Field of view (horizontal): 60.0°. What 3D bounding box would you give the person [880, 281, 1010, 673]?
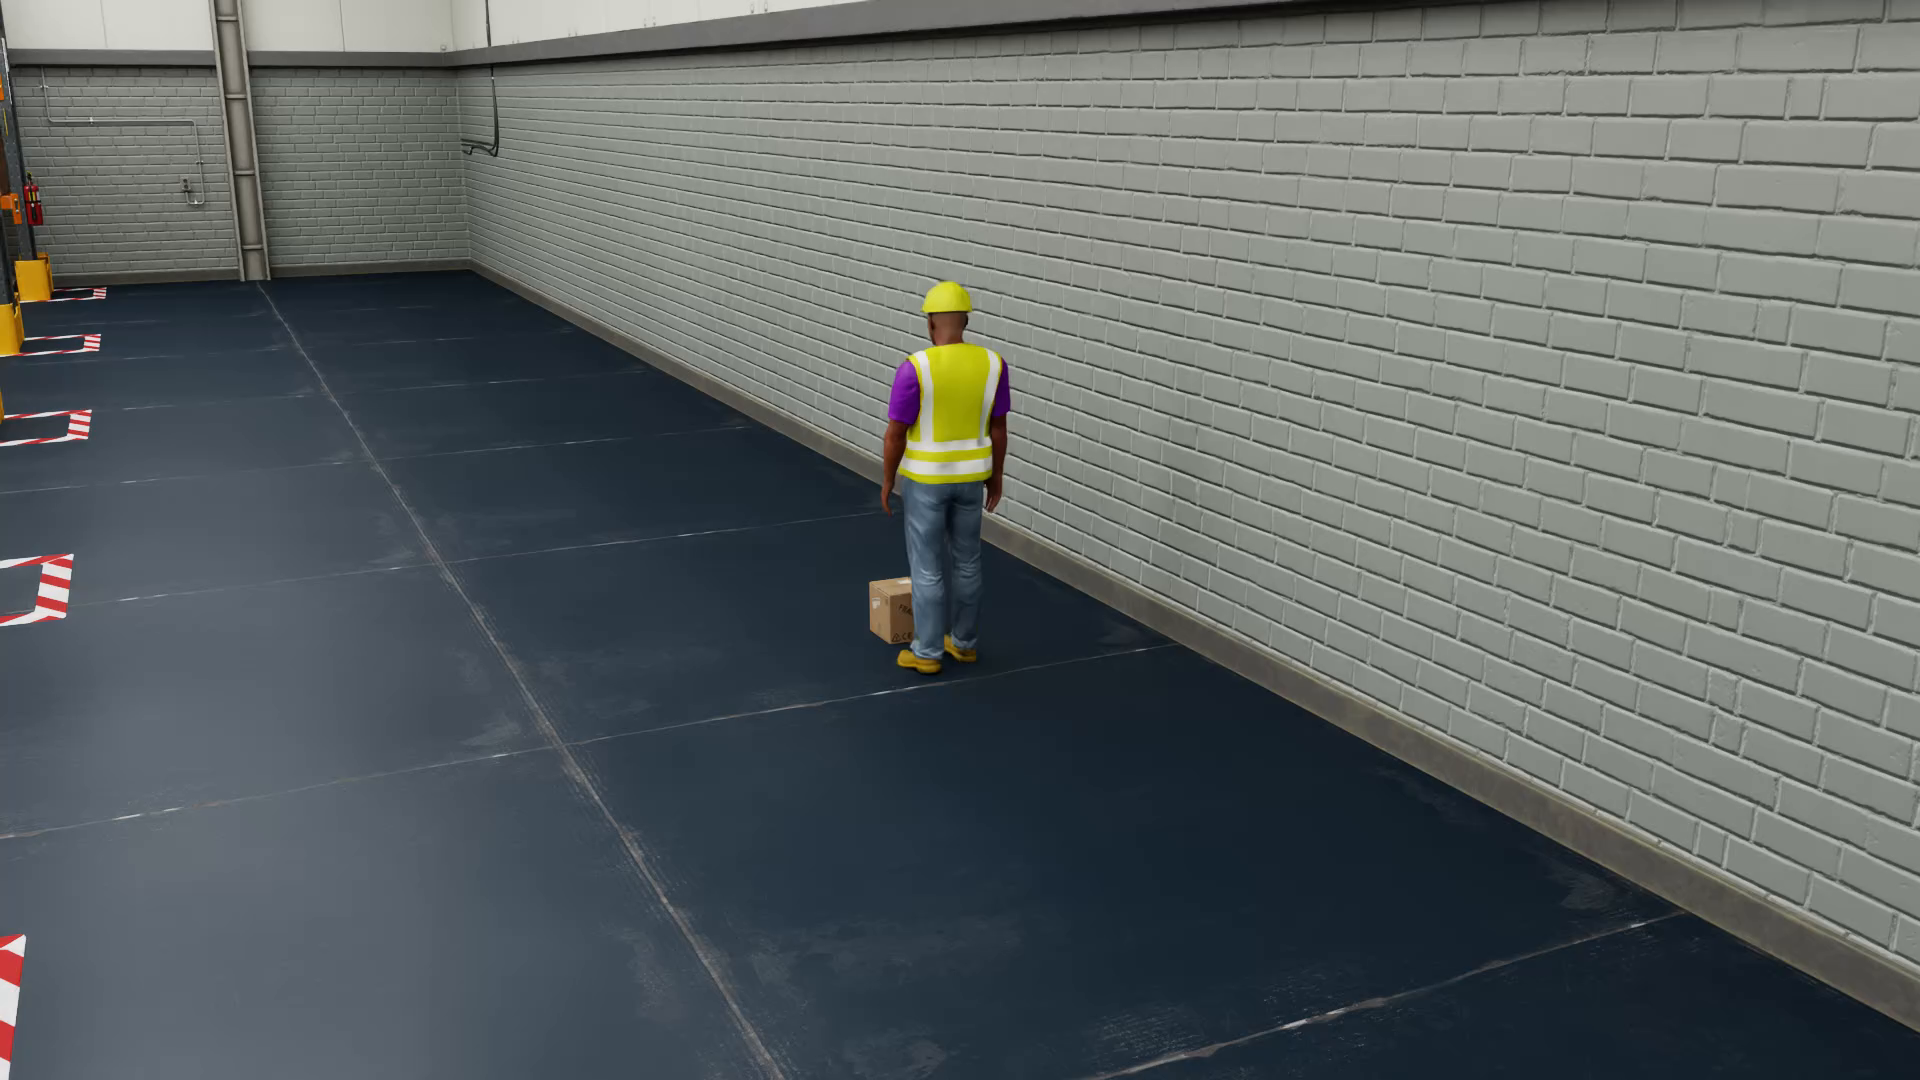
[{"bbox_3d":[-0.090,-0.281,7.517,0.587,1.782,0.462,-7,17,-24],"label":"person"}]
